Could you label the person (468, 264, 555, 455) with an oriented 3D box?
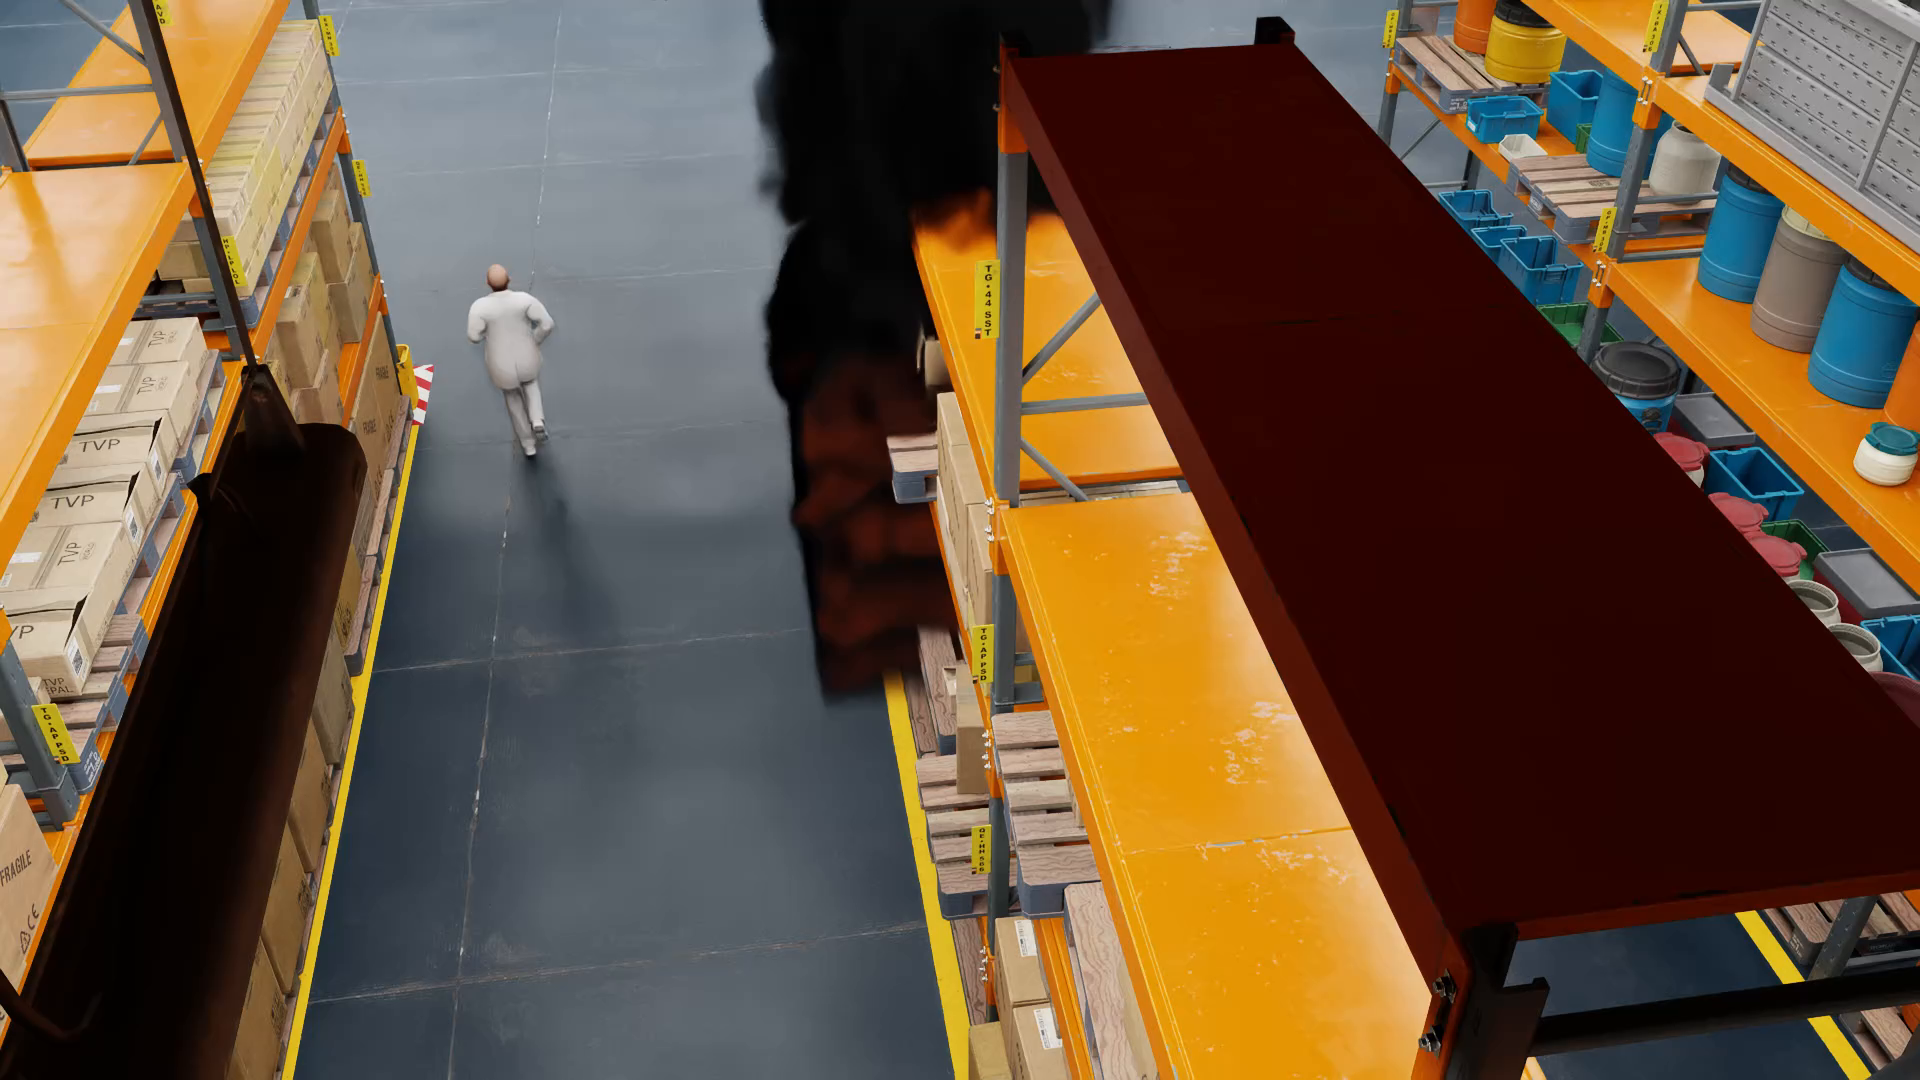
[{"bbox_3d":[-3.798,-1.596,14.144,0.694,1.744,0.642,-13,38,-18],"label":"person"}]
